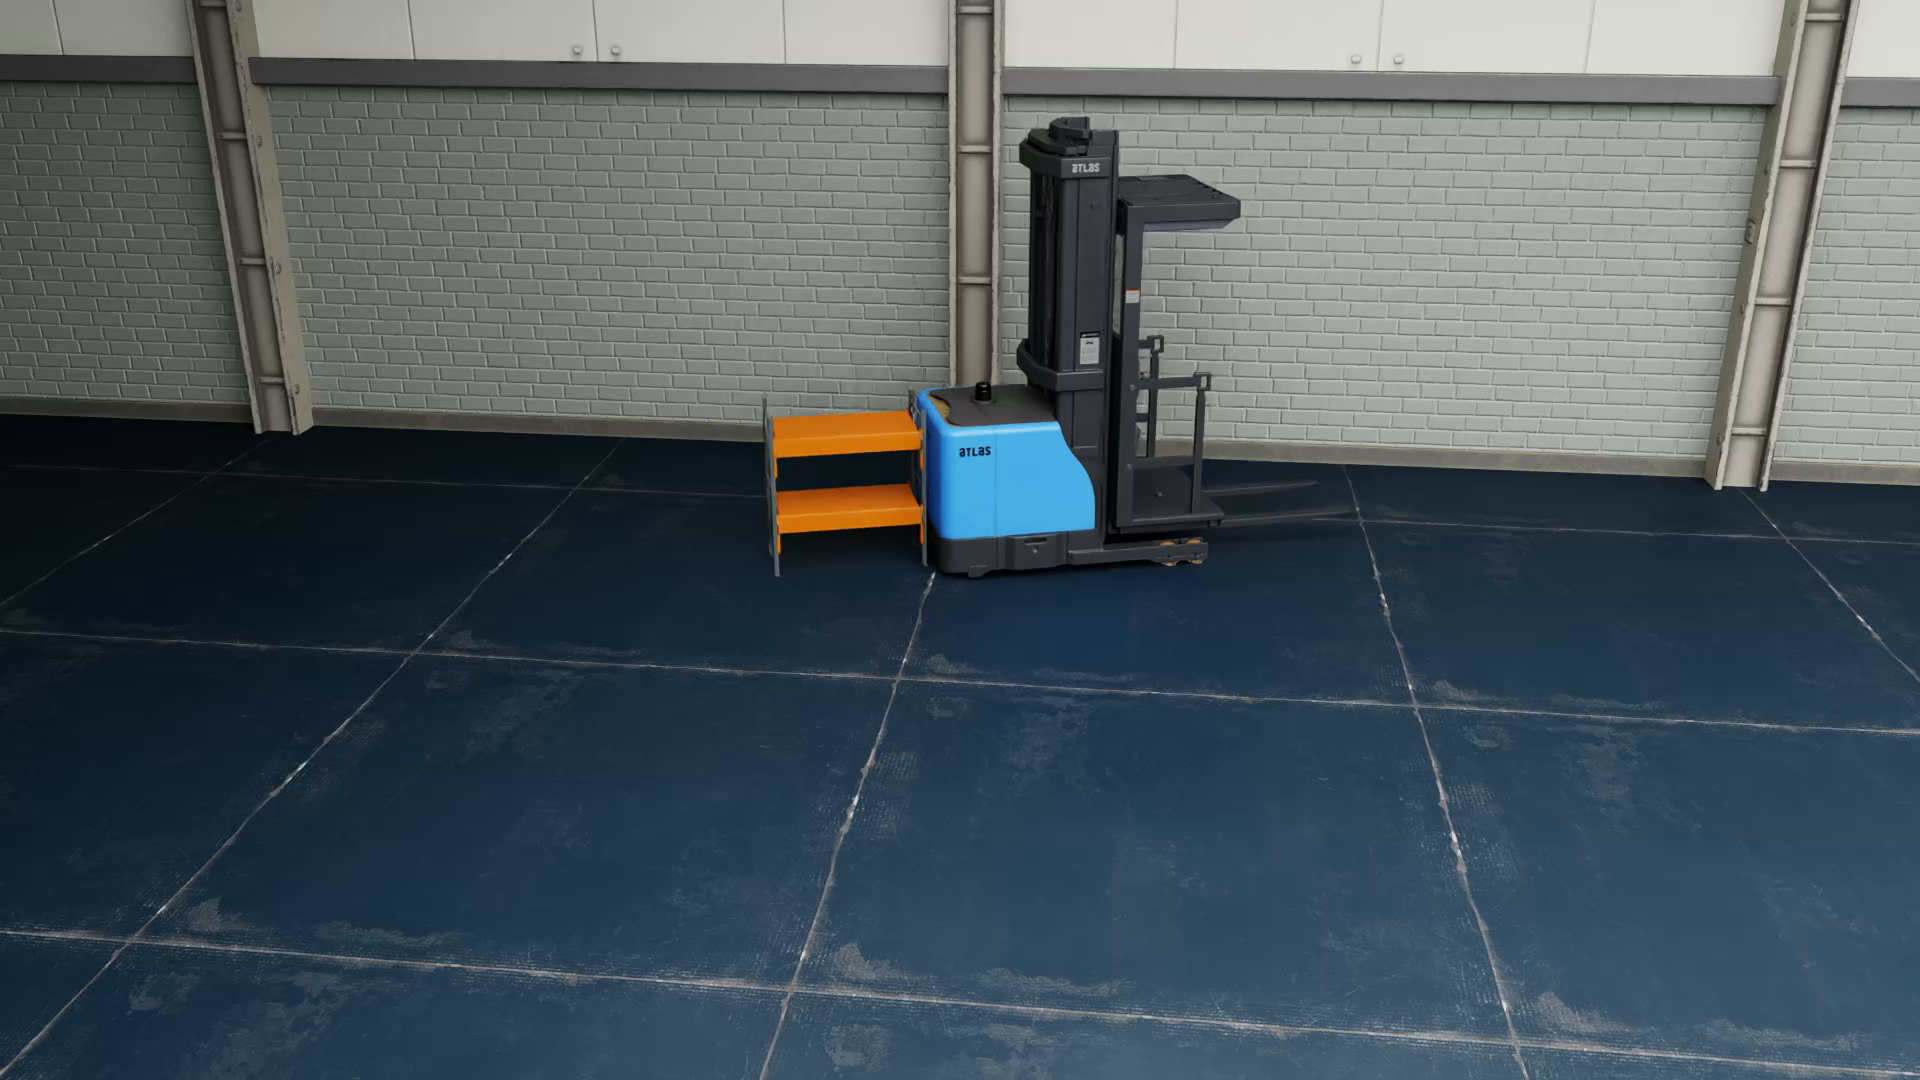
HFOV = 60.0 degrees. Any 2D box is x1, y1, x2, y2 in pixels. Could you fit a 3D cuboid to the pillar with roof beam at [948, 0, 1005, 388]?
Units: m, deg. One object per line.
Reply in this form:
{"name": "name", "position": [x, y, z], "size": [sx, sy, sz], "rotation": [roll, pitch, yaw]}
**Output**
{"name": "pillar with roof beam", "position": [-0.381, -3.316, 8.089], "size": [0.400, 9.000, 9.100], "rotation": [2, 22, 6]}

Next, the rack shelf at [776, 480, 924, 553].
{"name": "rack shelf", "position": [-0.788, -0.166, 11.495], "size": [1.000, 0.278, 0.538], "rotation": [-4, 22, -10]}

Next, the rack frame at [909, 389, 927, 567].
{"name": "rack frame", "position": [-0.289, -0.429, 11.495], "size": [0.032, 1.125, 0.500], "rotation": [-4, 22, -10]}

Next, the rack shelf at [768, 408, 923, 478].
{"name": "rack shelf", "position": [-0.788, -0.666, 11.297], "size": [1.000, 0.278, 0.538], "rotation": [-4, 22, -10]}

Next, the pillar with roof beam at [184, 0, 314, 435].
{"name": "pillar with roof beam", "position": [-6.339, -3.576, 8.745], "size": [0.400, 9.000, 9.100], "rotation": [2, 22, 6]}

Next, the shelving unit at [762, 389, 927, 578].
{"name": "shelving unit", "position": [-0.788, -0.393, 11.405], "size": [1.048, 1.125, 0.538], "rotation": [-4, 22, -10]}

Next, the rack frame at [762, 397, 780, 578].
{"name": "rack frame", "position": [-1.287, -0.358, 11.315], "size": [0.032, 1.125, 0.500], "rotation": [-4, 22, -10]}

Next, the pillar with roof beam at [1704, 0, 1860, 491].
{"name": "pillar with roof beam", "position": [5.577, -3.057, 7.432], "size": [0.400, 9.000, 9.100], "rotation": [2, 22, 6]}

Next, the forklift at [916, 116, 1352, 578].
{"name": "forklift", "position": [1.250, -1.368, 11.414], "size": [3.031, 2.935, 1.130], "rotation": [-4, 22, -11]}
